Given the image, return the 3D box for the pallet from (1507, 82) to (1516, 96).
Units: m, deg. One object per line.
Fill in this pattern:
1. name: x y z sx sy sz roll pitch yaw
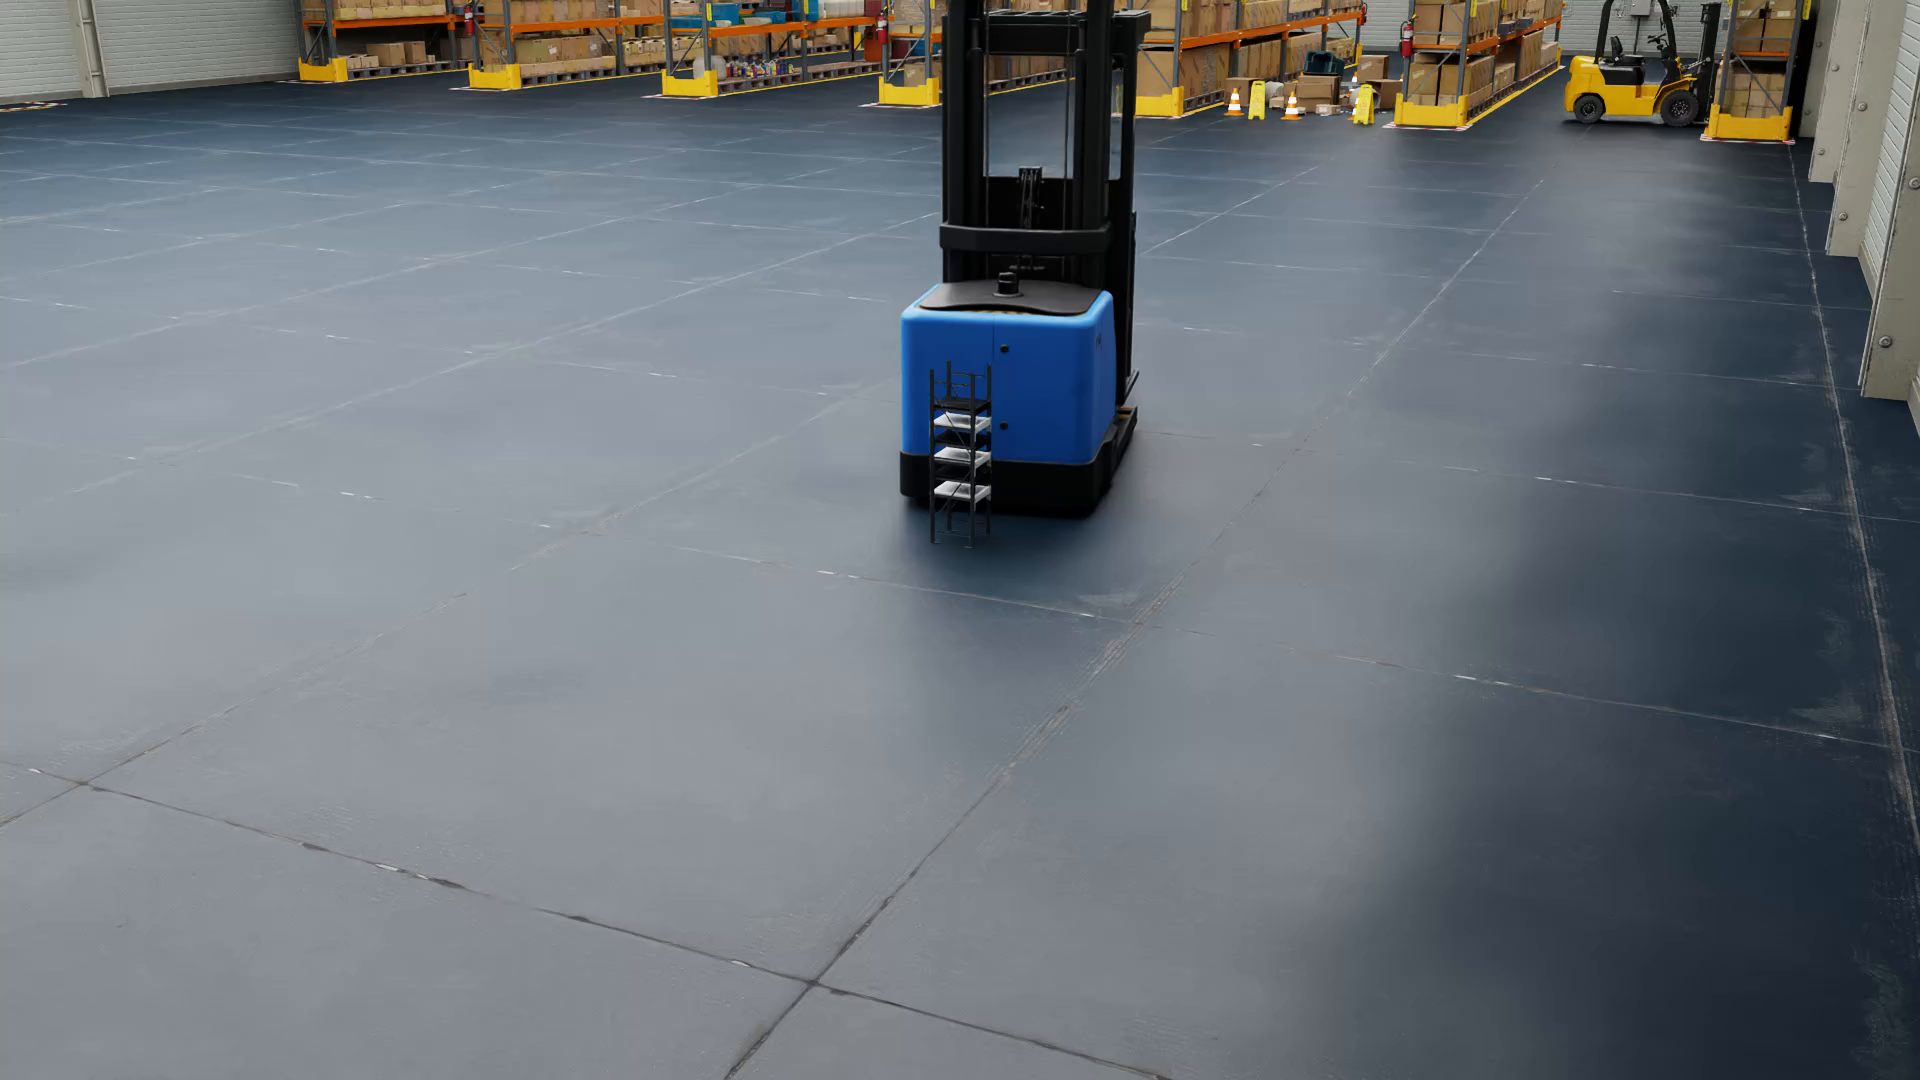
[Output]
1. pallet: 10.973 -9.405 34.600 1.003 0.211 1.213 9 21 23

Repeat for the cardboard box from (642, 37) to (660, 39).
1. cardboard box: -7.683 -12.407 41.520 0.500 0.311 0.500 8 21 21

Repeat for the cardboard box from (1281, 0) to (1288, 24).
1. cardboard box: 6.798 -11.479 36.120 0.500 0.500 0.500 9 21 23

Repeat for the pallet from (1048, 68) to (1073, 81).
1. pallet: 1.932 -10.765 38.424 1.003 0.211 1.213 9 21 23

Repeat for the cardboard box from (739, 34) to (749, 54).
1. cardboard box: -5.916 -13.121 43.960 0.500 0.500 0.500 8 21 22

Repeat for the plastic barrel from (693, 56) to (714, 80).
1. plastic barrel: -5.341 -9.789 34.604 0.421 0.512 0.421 0 20 0

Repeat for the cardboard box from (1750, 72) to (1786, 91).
1. cardboard box: 12.918 -7.327 26.579 0.500 0.250 0.500 8 21 22

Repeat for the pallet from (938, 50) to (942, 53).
1. pallet: -0.361 -13.136 45.091 1.003 0.211 1.213 9 21 23

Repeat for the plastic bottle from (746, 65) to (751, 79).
1. plastic bottle: -4.514 -9.985 35.484 0.097 0.271 0.097 0 20 0

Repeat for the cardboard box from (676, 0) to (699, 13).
1. cardboard box: -6.971 -13.531 42.172 0.500 0.311 0.500 10 22 26

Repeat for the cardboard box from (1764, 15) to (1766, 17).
1. cardboard box: 13.400 -8.309 27.208 0.500 0.500 0.500 8 21 22

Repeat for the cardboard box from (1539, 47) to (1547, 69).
1. cardboard box: 13.288 -11.348 39.100 0.875 0.438 0.875 8 21 22

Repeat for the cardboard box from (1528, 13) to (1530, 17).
1. cardboard box: 11.919 -11.162 35.601 0.500 0.250 0.500 8 21 21

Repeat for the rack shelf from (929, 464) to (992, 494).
1. rack shelf: 0.003 -0.310 8.366 0.258 0.077 0.200 9 21 23

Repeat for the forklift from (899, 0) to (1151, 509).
1. forklift: 0.493 -2.004 9.729 1.130 2.935 3.031 4 20 12

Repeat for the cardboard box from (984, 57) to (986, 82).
1. cardboard box: 0.188 -9.822 34.714 0.500 0.500 0.500 17 26 40

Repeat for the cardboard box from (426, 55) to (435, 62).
1. cardboard box: -13.133 -11.838 40.852 0.380 0.166 0.250 6 20 16

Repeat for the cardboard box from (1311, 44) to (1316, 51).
1. cardboard box: 8.092 -11.431 39.240 0.500 0.500 0.500 8 21 21

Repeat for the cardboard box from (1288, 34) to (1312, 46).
1. cardboard box: 7.875 -11.621 38.654 0.500 0.250 0.500 8 21 20

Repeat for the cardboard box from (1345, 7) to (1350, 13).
1. cardboard box: 9.695 -13.488 42.292 0.380 0.149 0.250 8 21 20

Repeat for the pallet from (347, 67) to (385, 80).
1. pallet: -14.183 -10.864 38.702 1.003 0.211 1.213 9 21 23

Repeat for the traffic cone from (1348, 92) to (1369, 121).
1. traffic cone: 7.018 -7.625 29.220 0.336 0.463 0.334 9 21 23

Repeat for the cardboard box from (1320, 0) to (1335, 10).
1. cardboard box: 8.808 -13.133 40.327 0.500 0.500 0.500 8 21 22

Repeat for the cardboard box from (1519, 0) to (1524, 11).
1. cardboard box: 11.160 -11.006 33.721 0.500 0.500 0.500 8 21 22

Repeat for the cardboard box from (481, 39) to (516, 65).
1. cardboard box: -10.110 -10.693 36.417 0.500 0.500 0.500 9 21 23

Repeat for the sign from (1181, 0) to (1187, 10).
1. sign: 3.965 -9.528 29.373 0.100 0.325 0.005 9 21 23

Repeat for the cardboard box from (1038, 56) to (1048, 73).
1. cardboard box: 1.556 -10.794 37.417 0.700 0.500 0.500 11 22 27

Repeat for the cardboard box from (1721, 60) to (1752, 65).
1. cardboard box: 13.702 -8.324 29.382 0.500 0.250 0.500 8 21 22

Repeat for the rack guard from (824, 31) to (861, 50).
1. rack guard: -3.538 -14.923 49.683 1.175 0.500 0.348 9 21 23

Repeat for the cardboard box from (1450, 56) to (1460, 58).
1. cardboard box: 8.960 -8.682 30.763 0.500 0.500 0.500 9 22 25

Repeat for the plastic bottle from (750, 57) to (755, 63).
1. plastic bottle: -4.612 -10.544 36.937 0.144 0.351 0.185 9 22 24

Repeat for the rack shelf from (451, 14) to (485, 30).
1. rack shelf: -12.122 -13.406 42.762 1.077 0.370 4.000 9 21 23

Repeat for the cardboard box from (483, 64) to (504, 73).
1. cardboard box: -10.108 -10.339 36.542 0.500 0.250 0.500 9 21 23

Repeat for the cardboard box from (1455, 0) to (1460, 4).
1. cardboard box: 8.243 -9.510 28.649 0.700 0.500 0.500 9 21 23

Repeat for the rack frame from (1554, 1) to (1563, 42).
1. rack frame: 14.571 -13.403 41.681 1.000 3.000 0.127 9 21 23

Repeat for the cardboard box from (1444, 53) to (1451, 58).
1. cardboard box: 8.746 -8.883 30.359 0.380 0.149 0.250 10 22 26

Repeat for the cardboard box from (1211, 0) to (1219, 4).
1. cardboard box: 4.451 -10.524 31.750 0.875 0.550 0.550 9 21 23

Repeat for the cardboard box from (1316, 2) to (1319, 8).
1. cardboard box: 8.288 -12.680 39.396 0.380 0.149 0.250 9 21 23

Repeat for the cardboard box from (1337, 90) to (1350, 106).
1. cardboard box: 7.365 -8.492 31.952 0.258 0.266 0.396 -5 20 -15

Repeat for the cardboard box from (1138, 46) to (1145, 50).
1. cardboard box: 4.235 -12.928 42.888 0.875 0.875 0.875 9 21 23

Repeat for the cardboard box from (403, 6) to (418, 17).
1. cardboard box: -13.262 -12.579 39.557 0.500 0.250 0.500 8 21 22

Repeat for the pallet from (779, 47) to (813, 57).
1. pallet: -4.862 -13.797 46.948 1.003 0.211 1.213 9 21 23

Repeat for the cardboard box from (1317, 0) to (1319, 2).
1. cardboard box: 8.286 -12.819 39.342 0.380 0.149 0.250 9 21 23

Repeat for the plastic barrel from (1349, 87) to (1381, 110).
1. plastic barrel: 7.483 -8.138 30.719 0.421 0.421 0.512 -9 22 -24

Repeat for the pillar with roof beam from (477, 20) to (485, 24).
1. pillar with roof beam: -8.697 -16.314 40.911 9.100 9.000 0.400 9 21 23

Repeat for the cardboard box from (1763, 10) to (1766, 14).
1. cardboard box: 14.628 -9.340 29.733 0.500 0.250 0.500 8 21 22

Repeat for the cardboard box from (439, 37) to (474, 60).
1. cardboard box: -12.655 -12.391 41.907 0.700 0.500 0.500 9 22 25

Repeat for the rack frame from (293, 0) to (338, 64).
1. rack frame: -14.579 -11.911 37.484 1.000 3.000 0.127 9 21 23

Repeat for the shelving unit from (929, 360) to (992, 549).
1. shelving unit: 0.003 -0.426 8.325 0.258 0.900 0.210 9 21 23

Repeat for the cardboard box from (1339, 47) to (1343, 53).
1. cardboard box: 9.437 -12.363 41.939 0.380 0.149 0.250 9 21 23

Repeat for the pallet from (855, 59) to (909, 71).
1. pallet: -1.980 -11.930 41.700 1.003 0.211 1.213 9 21 23

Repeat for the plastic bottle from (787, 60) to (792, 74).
1. plastic bottle: -3.799 -10.510 36.941 0.061 0.283 0.133 10 22 25
